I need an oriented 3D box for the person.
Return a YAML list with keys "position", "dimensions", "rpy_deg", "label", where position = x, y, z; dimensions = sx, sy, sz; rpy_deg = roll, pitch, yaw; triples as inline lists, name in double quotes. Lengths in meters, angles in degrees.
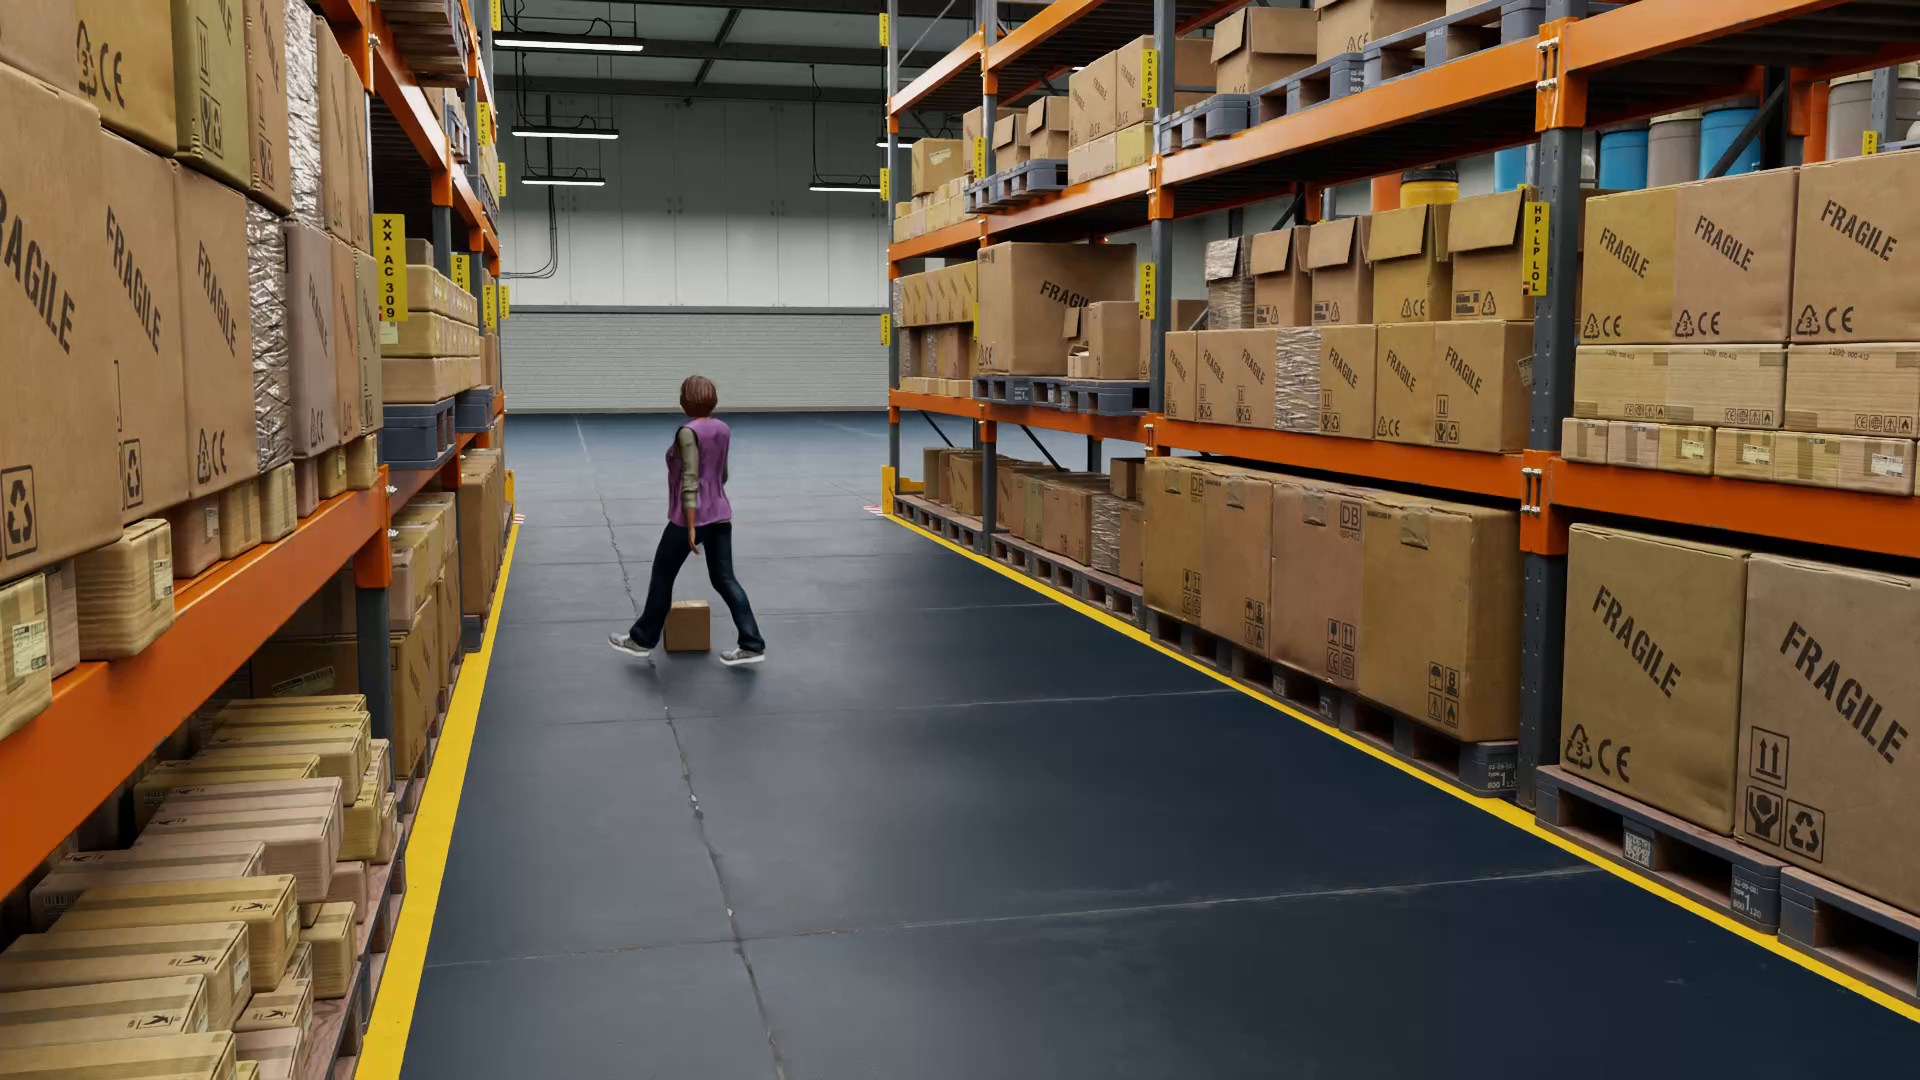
- position: [-1.470, -0.111, 8.955]
  dimensions: [0.922, 1.550, 0.446]
  rpy_deg: [4, 8, 34]
  label: "person"
